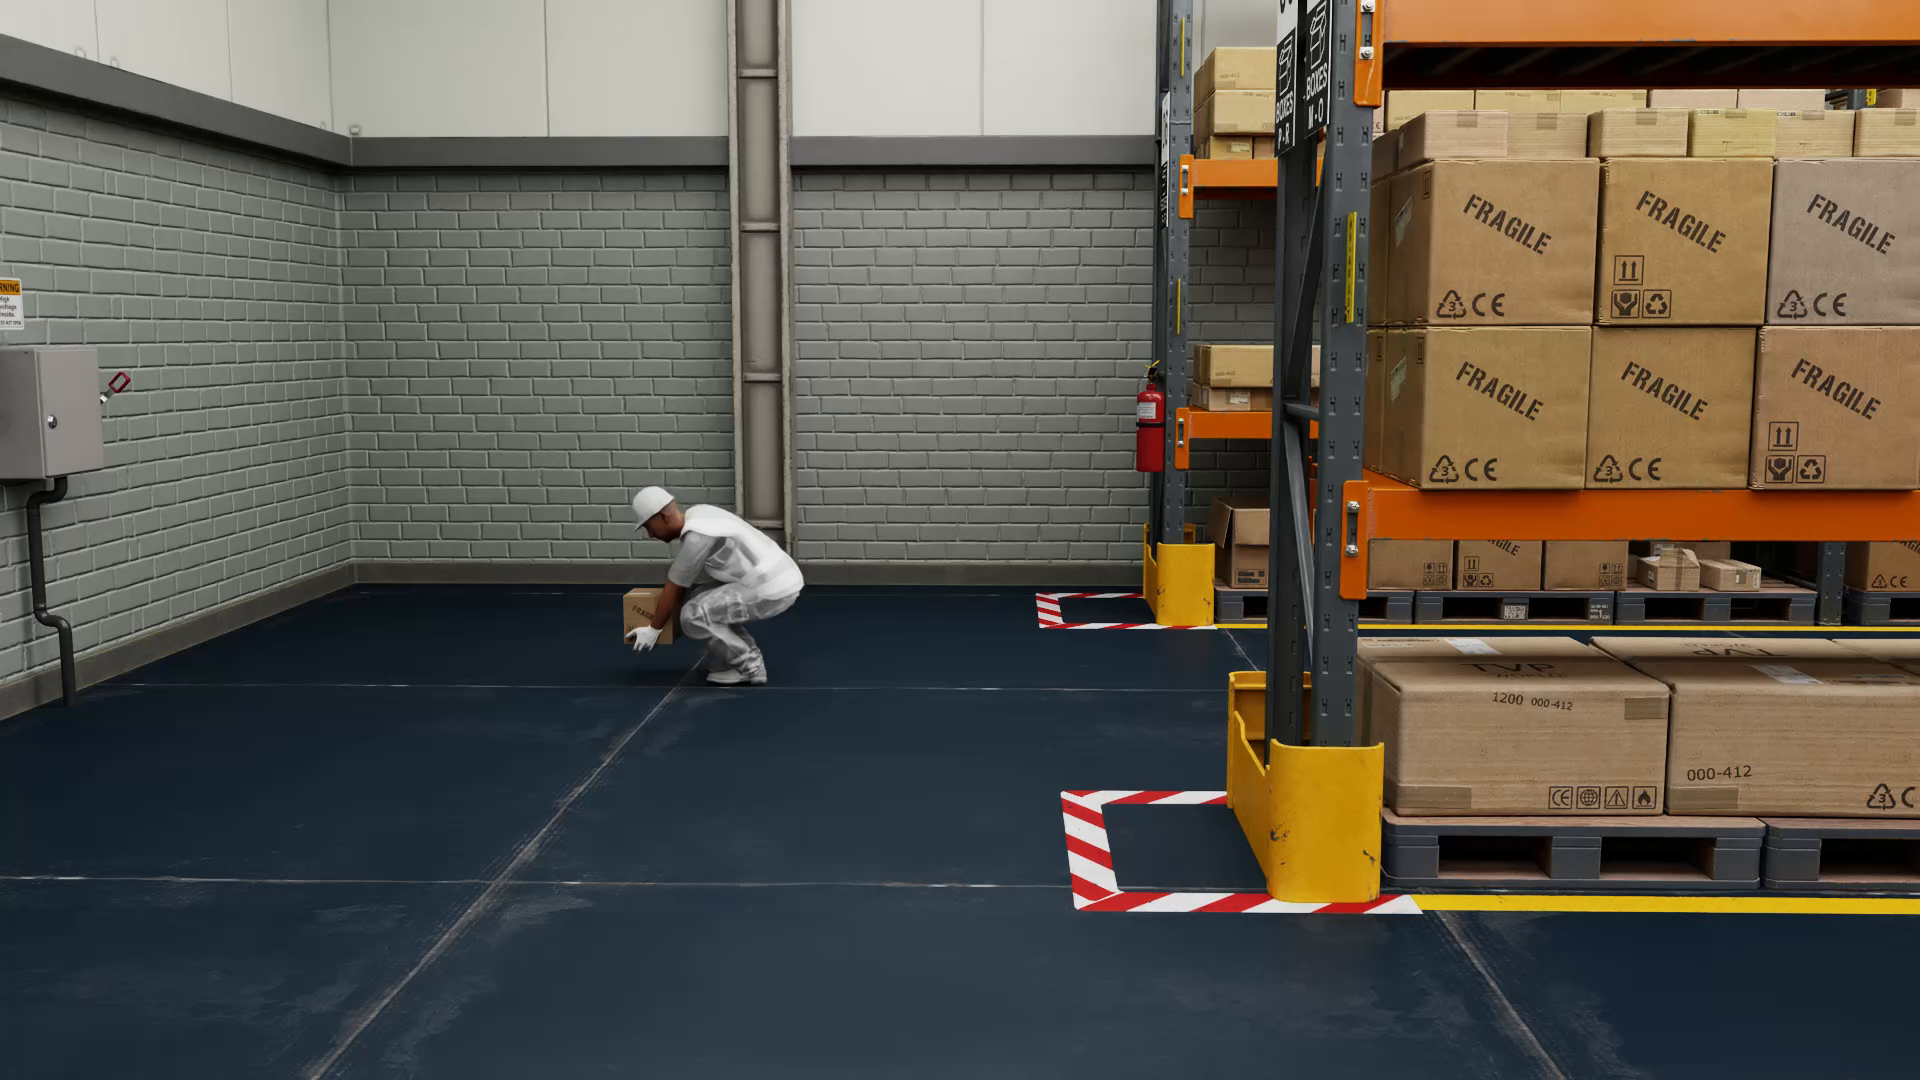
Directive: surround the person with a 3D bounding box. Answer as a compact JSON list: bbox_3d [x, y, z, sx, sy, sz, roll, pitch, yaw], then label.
[{"bbox_3d":[-1.257,0.225,8.538,0.899,1.010,0.555,0,7,0],"label":"person"}]
